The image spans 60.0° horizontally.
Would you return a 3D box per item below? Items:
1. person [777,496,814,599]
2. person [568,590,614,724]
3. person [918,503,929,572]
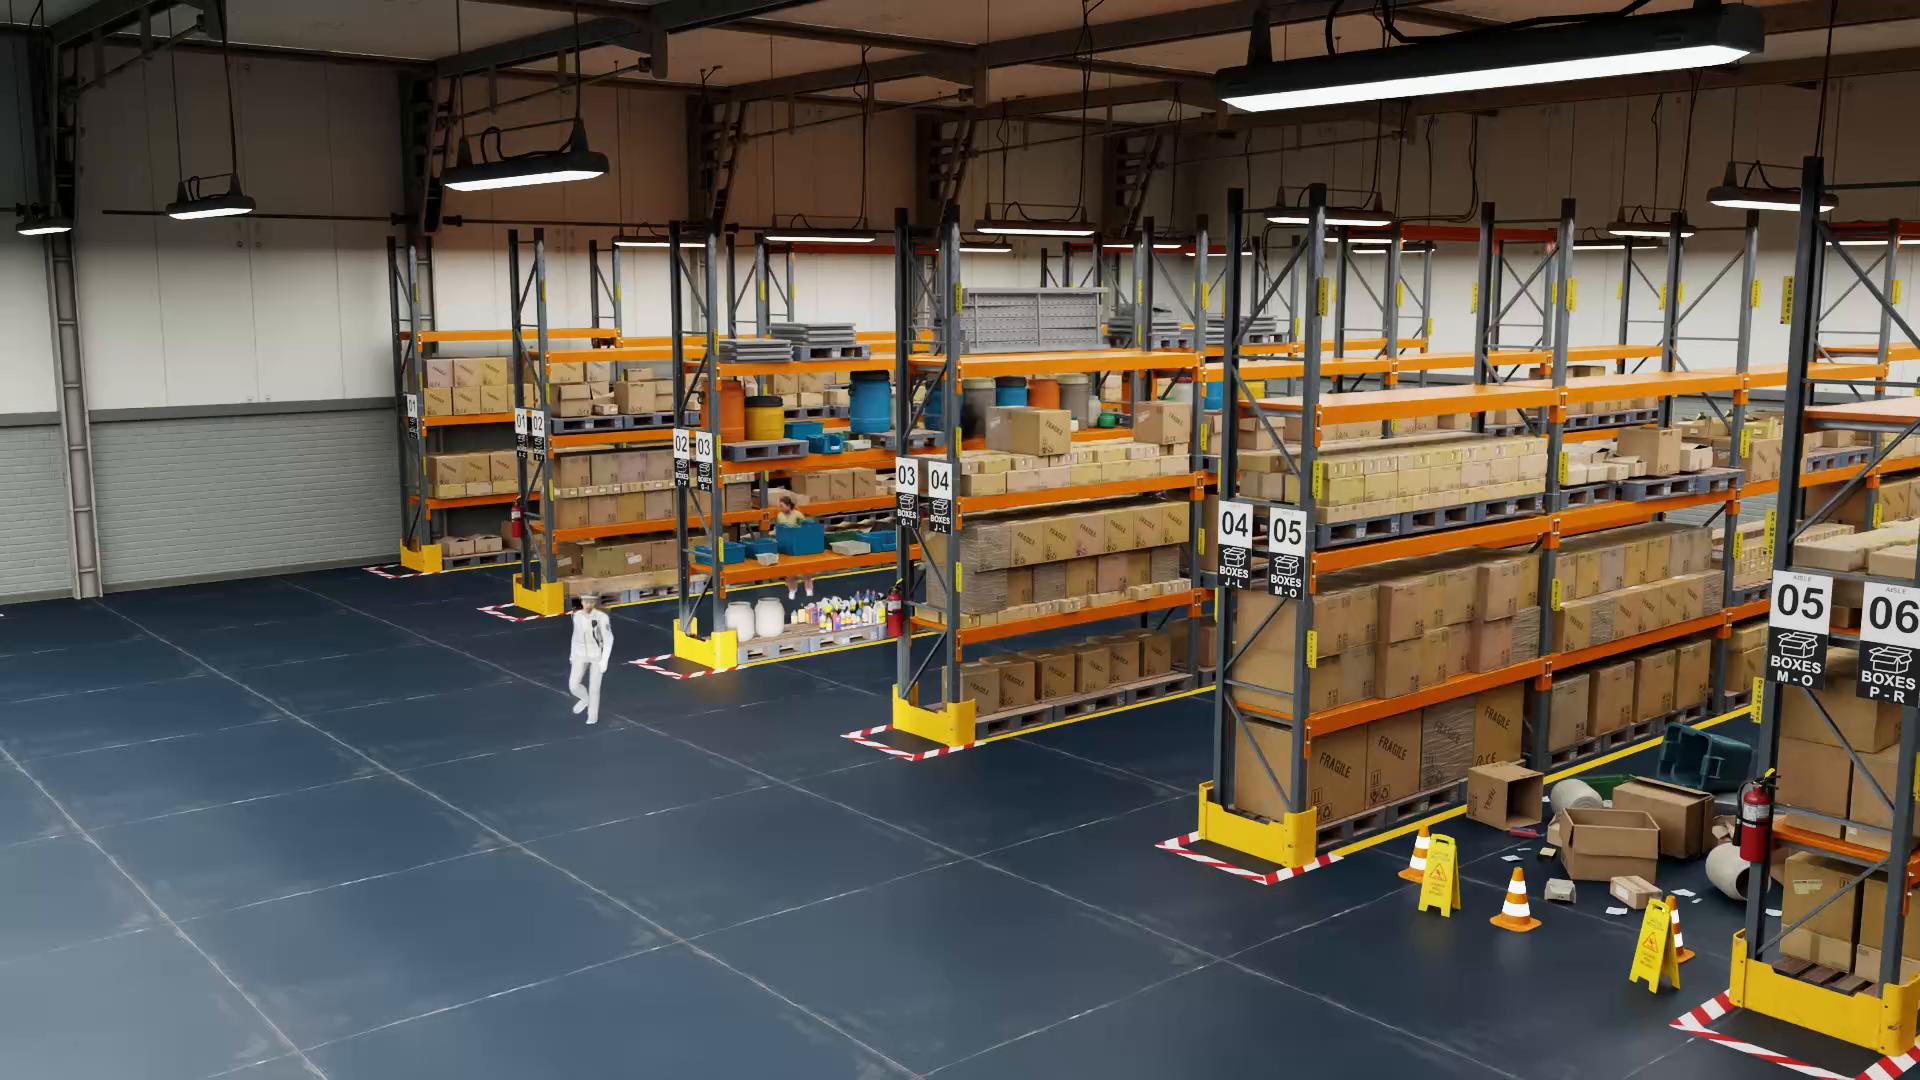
[{"bbox_3d":[-2.586,0.100,26.068,0.573,1.645,0.555,1,9,8],"label":"person"},{"bbox_3d":[-4.330,1.366,19.540,0.608,1.649,0.530,1,9,7],"label":"person"},{"bbox_3d":[-0.438,-0.306,29.078,0.608,1.615,0.952,5,10,27],"label":"person"}]
